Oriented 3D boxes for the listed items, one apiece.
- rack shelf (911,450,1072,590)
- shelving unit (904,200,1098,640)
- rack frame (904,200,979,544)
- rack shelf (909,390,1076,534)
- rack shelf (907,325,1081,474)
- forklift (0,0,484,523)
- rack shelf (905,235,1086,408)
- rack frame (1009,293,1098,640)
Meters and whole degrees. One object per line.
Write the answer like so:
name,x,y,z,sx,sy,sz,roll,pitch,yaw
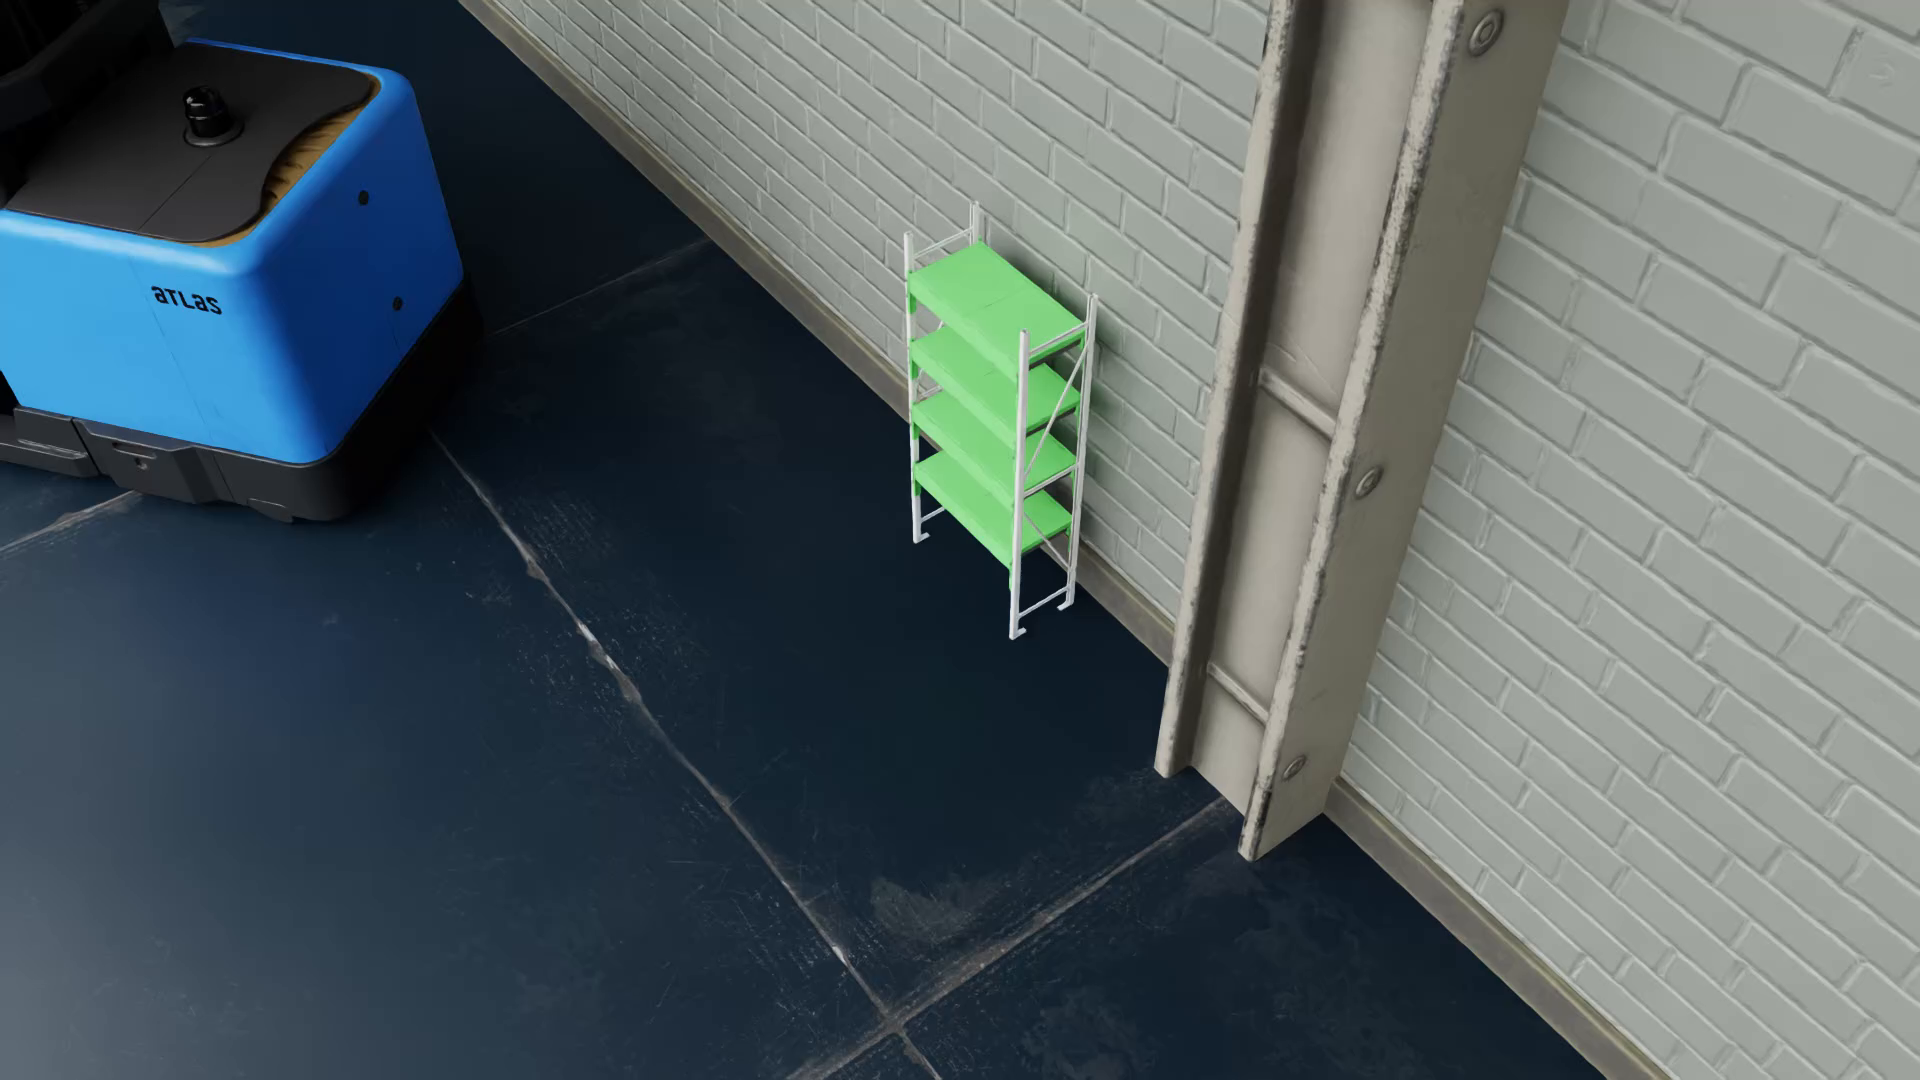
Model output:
rack shelf,0.100,-0.101,4.942,0.258,0.148,0.480,-29,54,-24
shelving unit,0.100,-0.305,4.717,0.258,1.200,0.503,-29,54,-24
rack frame,-0.048,-0.449,4.847,0.240,1.200,0.015,-29,54,-24
rack shelf,0.100,-0.262,4.764,0.258,0.148,0.480,-29,54,-24
rack shelf,0.100,-0.424,4.587,0.258,0.148,0.480,-29,54,-24
forklift,-3.243,-1.652,4.769,3.031,2.935,1.130,12,49,10
rack shelf,0.100,-0.585,4.409,0.258,0.148,0.480,-29,54,-24
rack frame,0.248,-0.162,4.587,0.240,1.200,0.015,-29,54,-24
